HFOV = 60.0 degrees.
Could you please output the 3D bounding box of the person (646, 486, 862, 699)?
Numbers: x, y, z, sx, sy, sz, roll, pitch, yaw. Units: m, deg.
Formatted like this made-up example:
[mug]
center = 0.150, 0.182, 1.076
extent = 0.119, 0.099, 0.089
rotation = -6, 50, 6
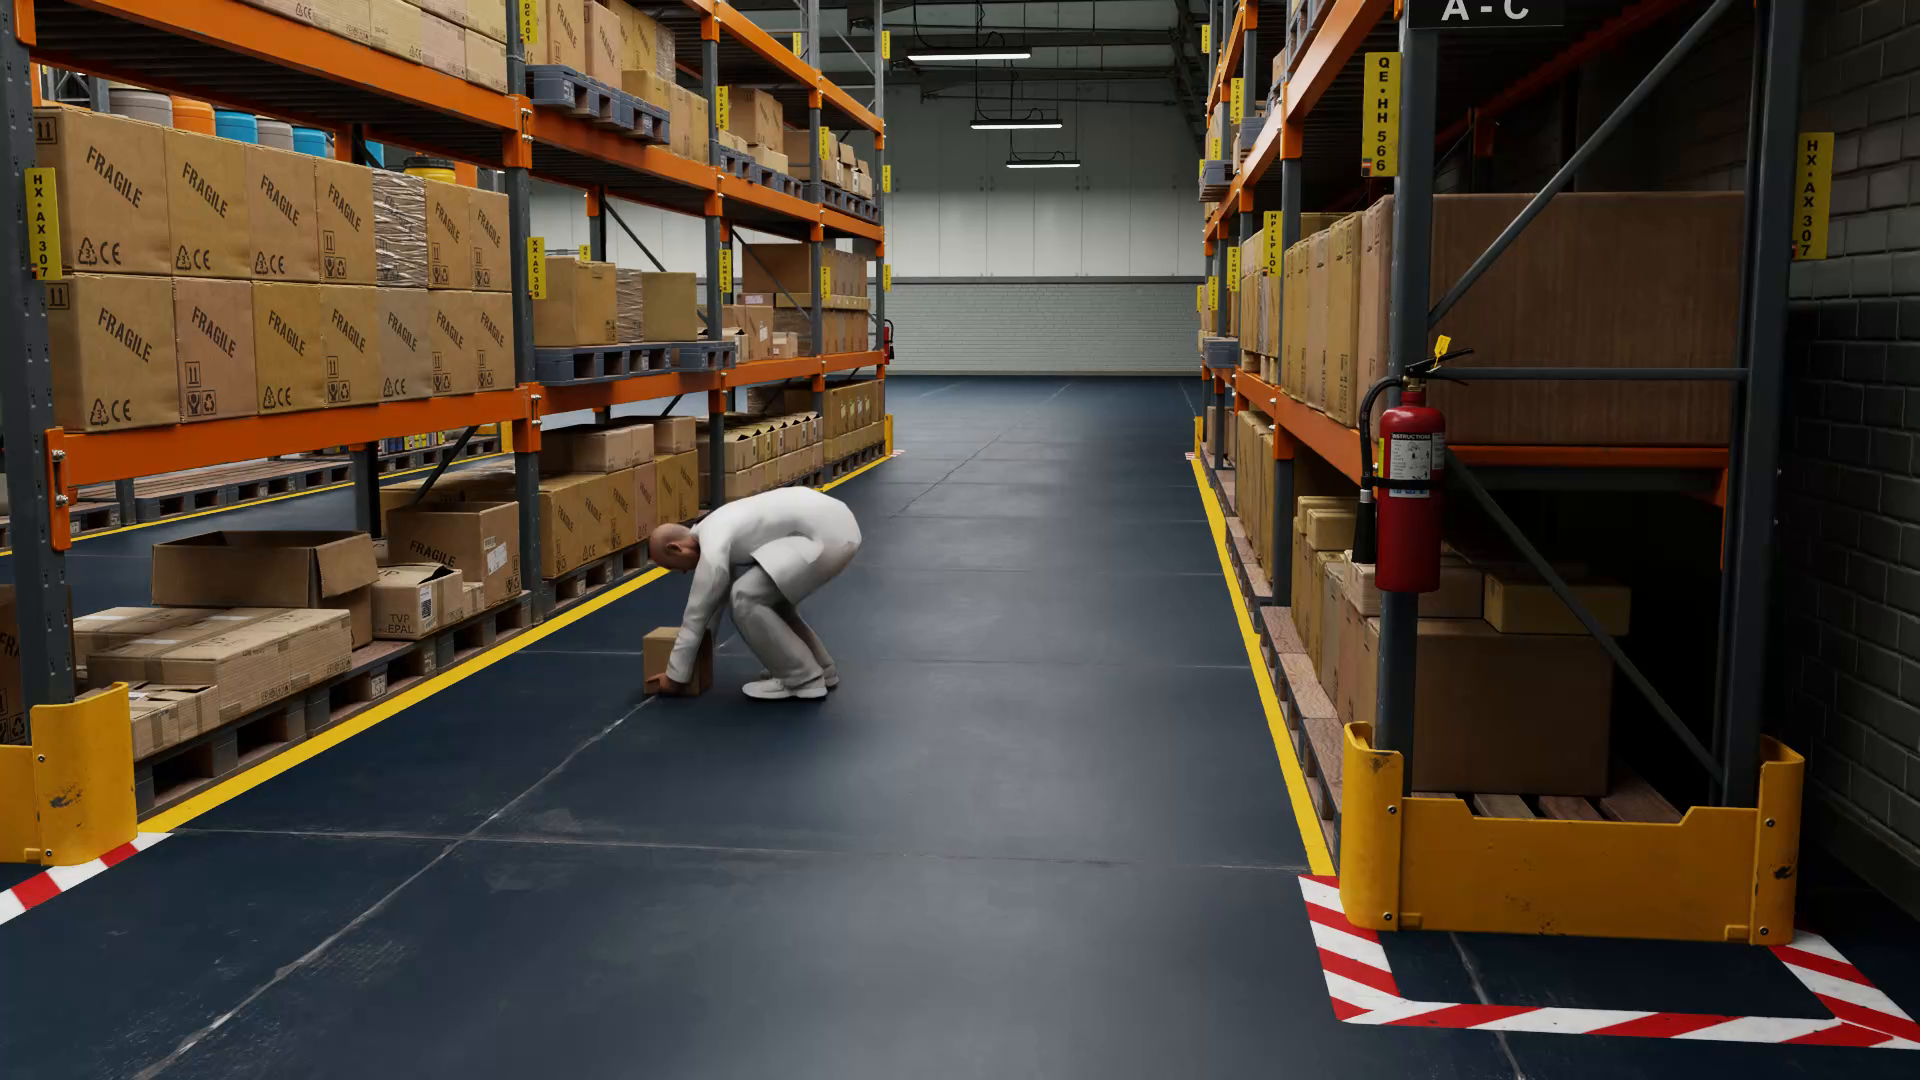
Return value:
[person]
center = -0.916, 0.230, 7.424
extent = 0.954, 0.931, 0.595
rotation = 0, 7, 4
